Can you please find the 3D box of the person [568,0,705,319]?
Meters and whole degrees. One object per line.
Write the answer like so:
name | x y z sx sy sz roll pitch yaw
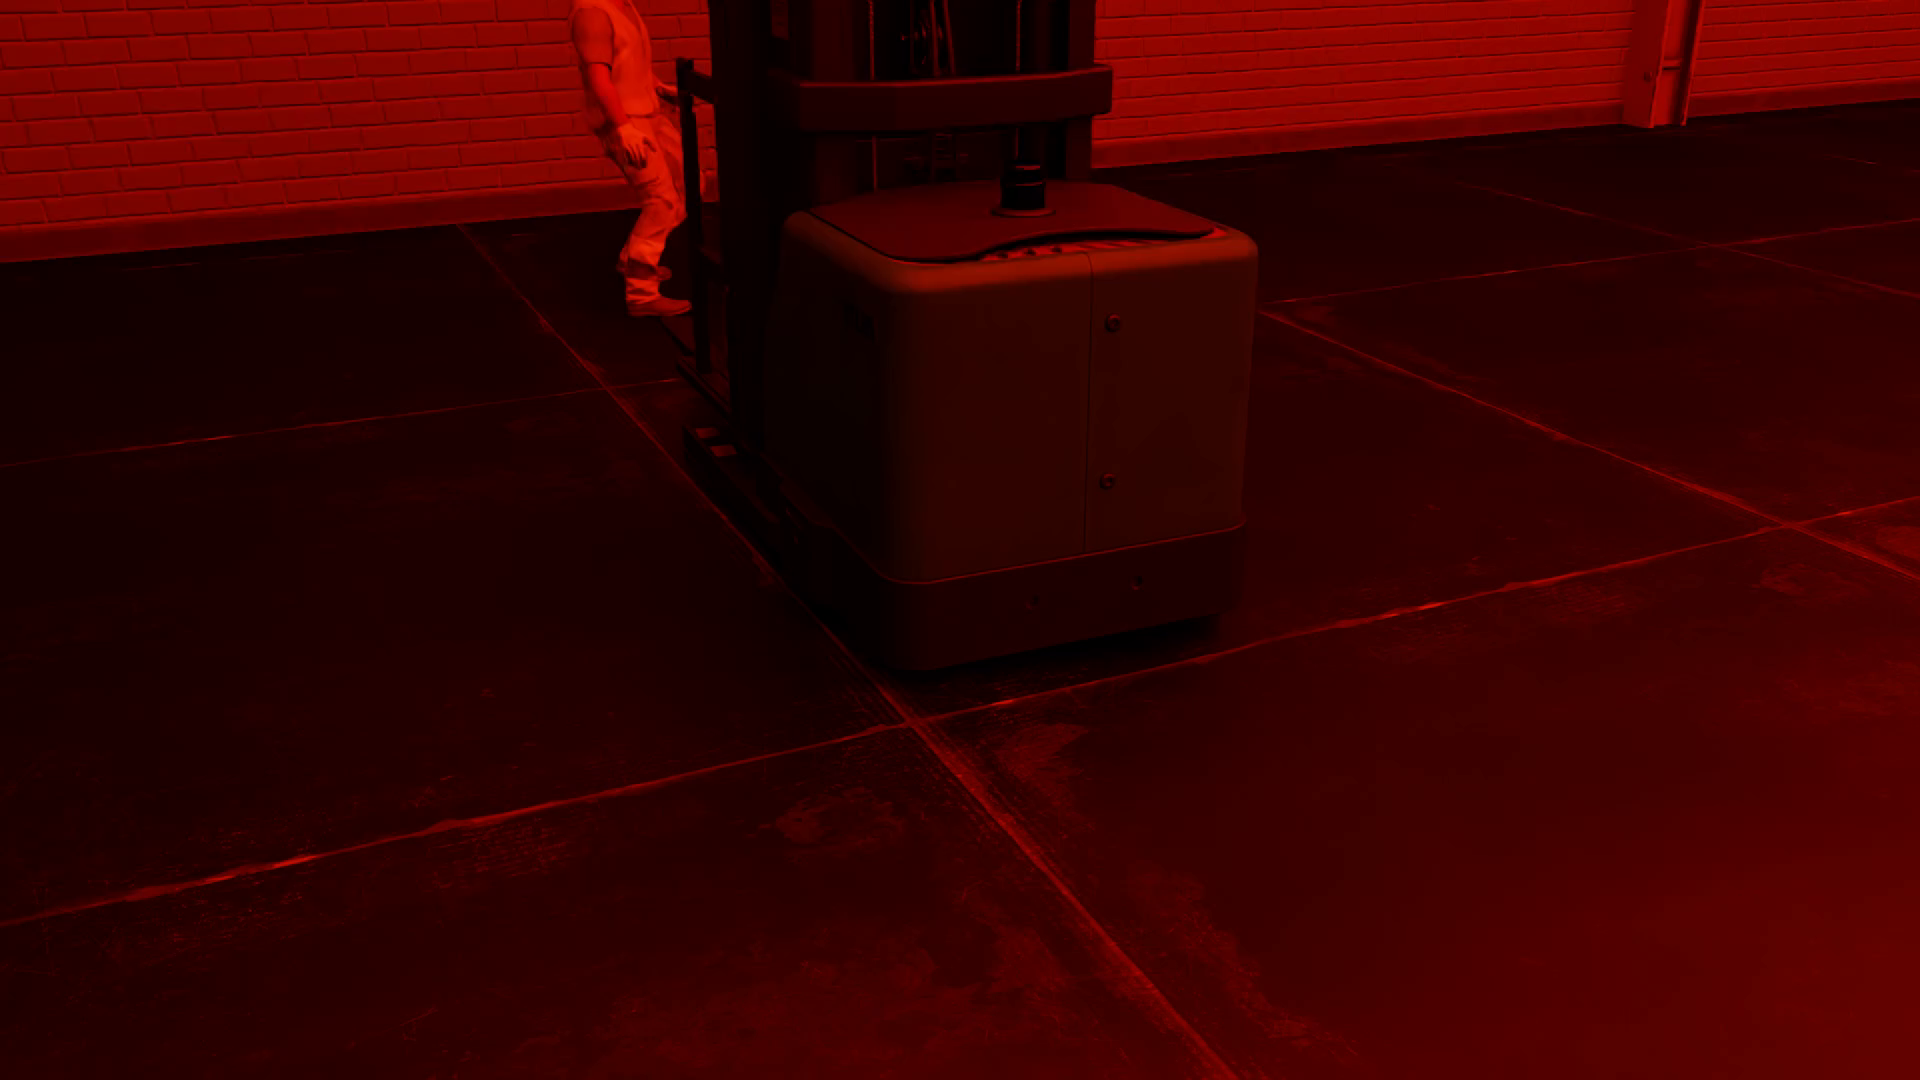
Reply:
person | -1.447 -1.882 7.452 0.524 1.688 0.859 2 23 6

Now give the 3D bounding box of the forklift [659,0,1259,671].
forklift | -0.289 -1.560 5.042 1.130 2.935 3.031 -10 24 -22
